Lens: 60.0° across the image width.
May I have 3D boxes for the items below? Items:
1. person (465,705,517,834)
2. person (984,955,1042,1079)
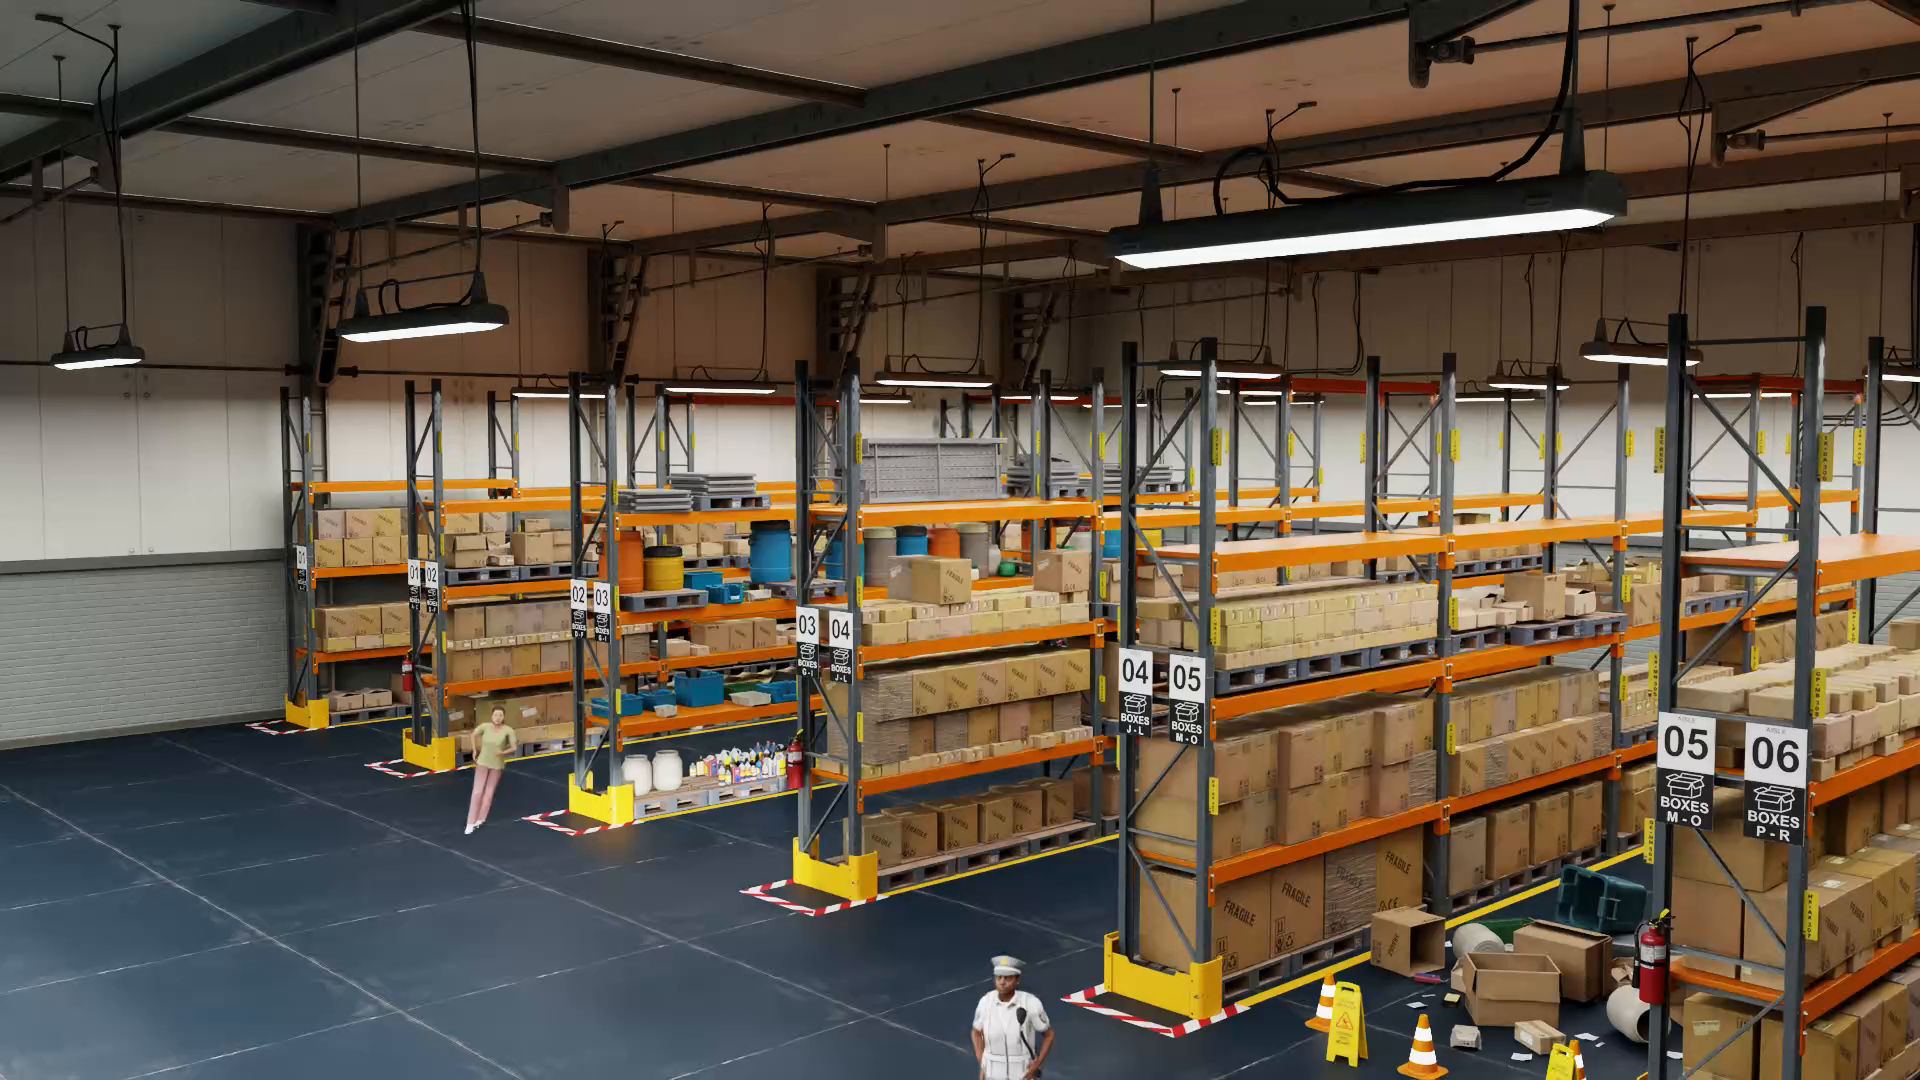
[{"bbox_3d":[-6.140,2.990,21.719,0.656,1.676,0.638,-1,4,-14],"label":"person"},{"bbox_3d":[0.366,3.621,11.280,0.395,1.682,0.647,1,4,9],"label":"person"}]
